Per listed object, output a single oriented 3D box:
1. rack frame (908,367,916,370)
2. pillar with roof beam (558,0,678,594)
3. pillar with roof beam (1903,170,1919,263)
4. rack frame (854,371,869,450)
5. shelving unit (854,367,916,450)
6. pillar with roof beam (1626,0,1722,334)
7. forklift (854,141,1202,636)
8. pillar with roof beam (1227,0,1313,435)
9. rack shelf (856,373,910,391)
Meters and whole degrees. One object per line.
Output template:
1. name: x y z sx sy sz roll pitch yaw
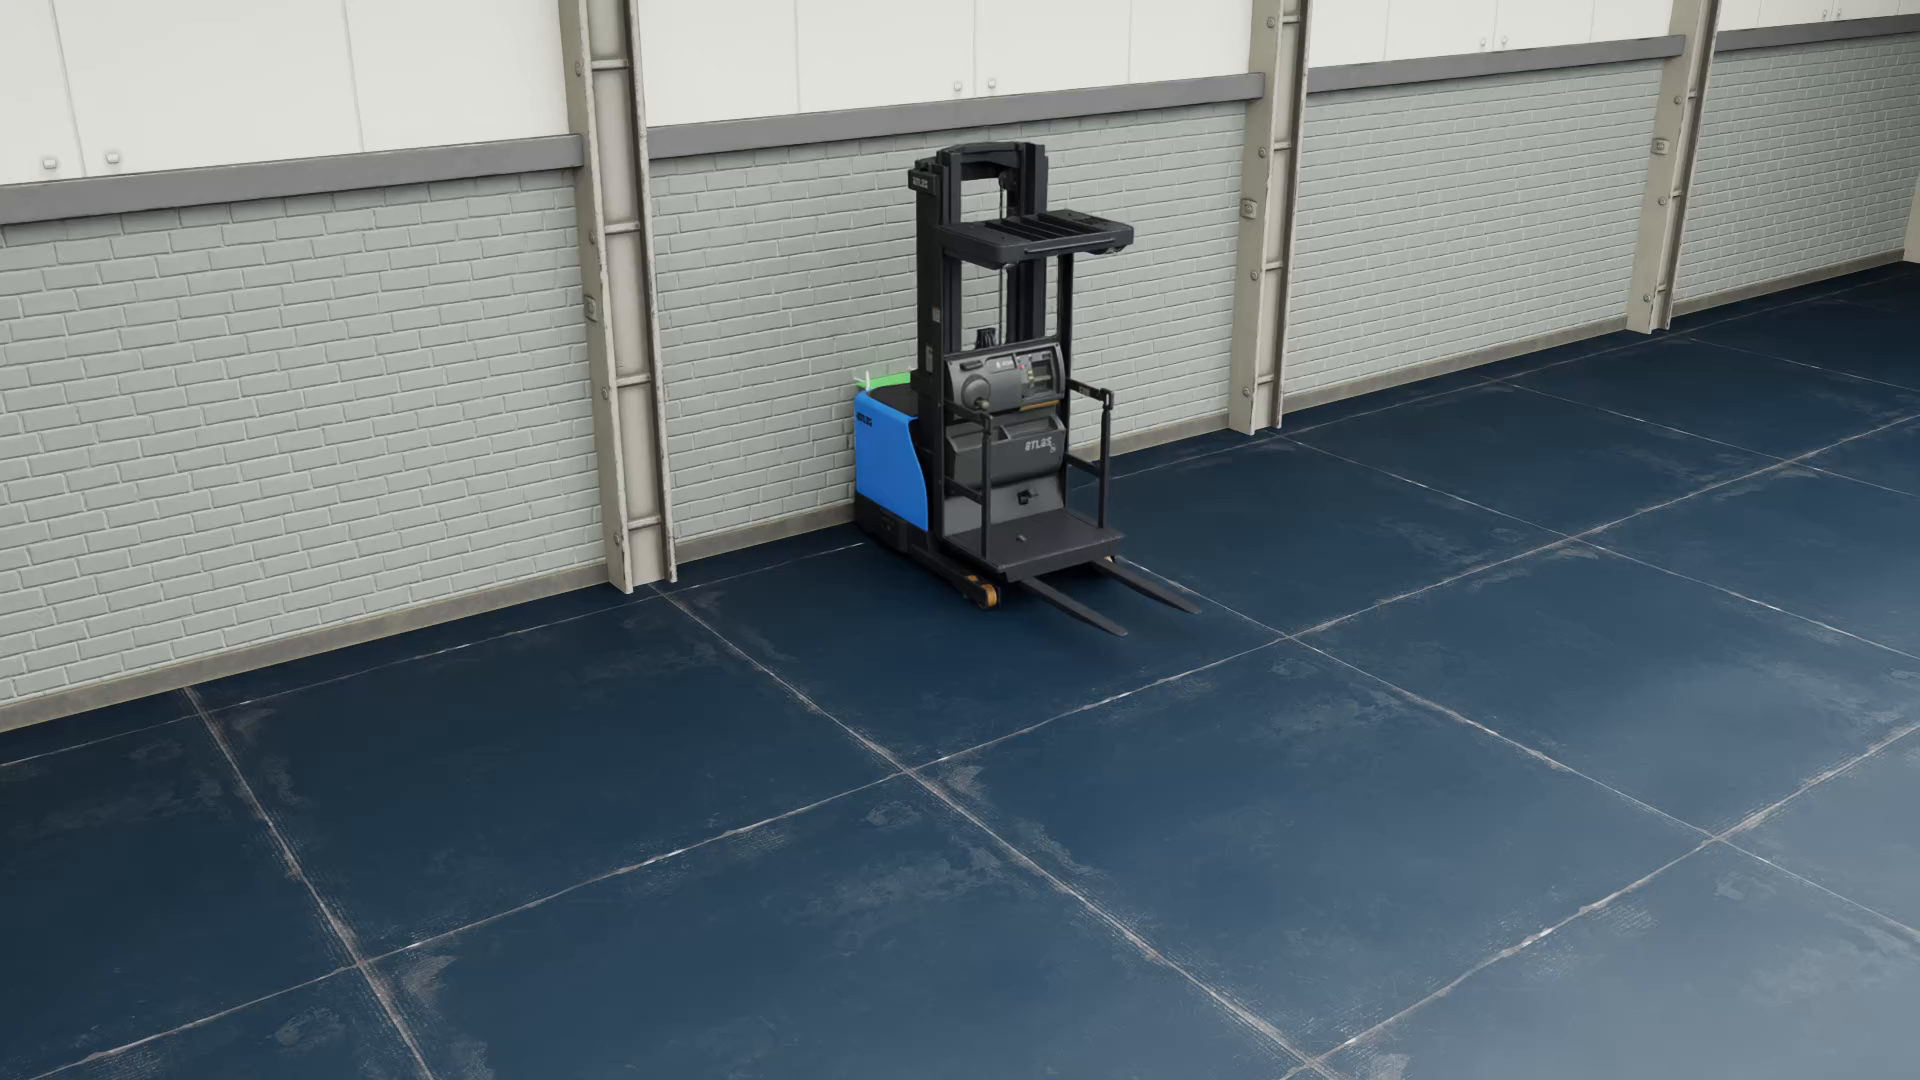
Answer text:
1. rack frame: -0.318 -0.801 12.757 0.015 1.200 0.240 -14 22 -32
2. pillar with roof beam: 0.282 -2.601 6.773 0.400 9.000 9.100 -15 26 -33
3. pillar with roof beam: 14.894 -6.497 16.537 0.400 9.000 9.100 -15 26 -33
4. rack frame: -0.721 -0.698 12.502 0.015 1.200 0.240 -14 22 -32
5. shelving unit: -0.520 -0.750 12.629 0.503 1.200 0.258 -14 22 -32
6. pillar with roof beam: 10.023 -5.199 13.282 0.400 9.000 9.100 -15 26 -33
7. forklift: 0.439 -1.097 11.191 1.130 2.935 3.031 -14 26 -31
8. pillar with roof beam: 5.153 -3.900 10.028 0.400 9.000 9.100 -15 26 -33
9. rack shelf: -0.536 -1.143 12.496 0.480 0.148 0.258 -14 22 -32
